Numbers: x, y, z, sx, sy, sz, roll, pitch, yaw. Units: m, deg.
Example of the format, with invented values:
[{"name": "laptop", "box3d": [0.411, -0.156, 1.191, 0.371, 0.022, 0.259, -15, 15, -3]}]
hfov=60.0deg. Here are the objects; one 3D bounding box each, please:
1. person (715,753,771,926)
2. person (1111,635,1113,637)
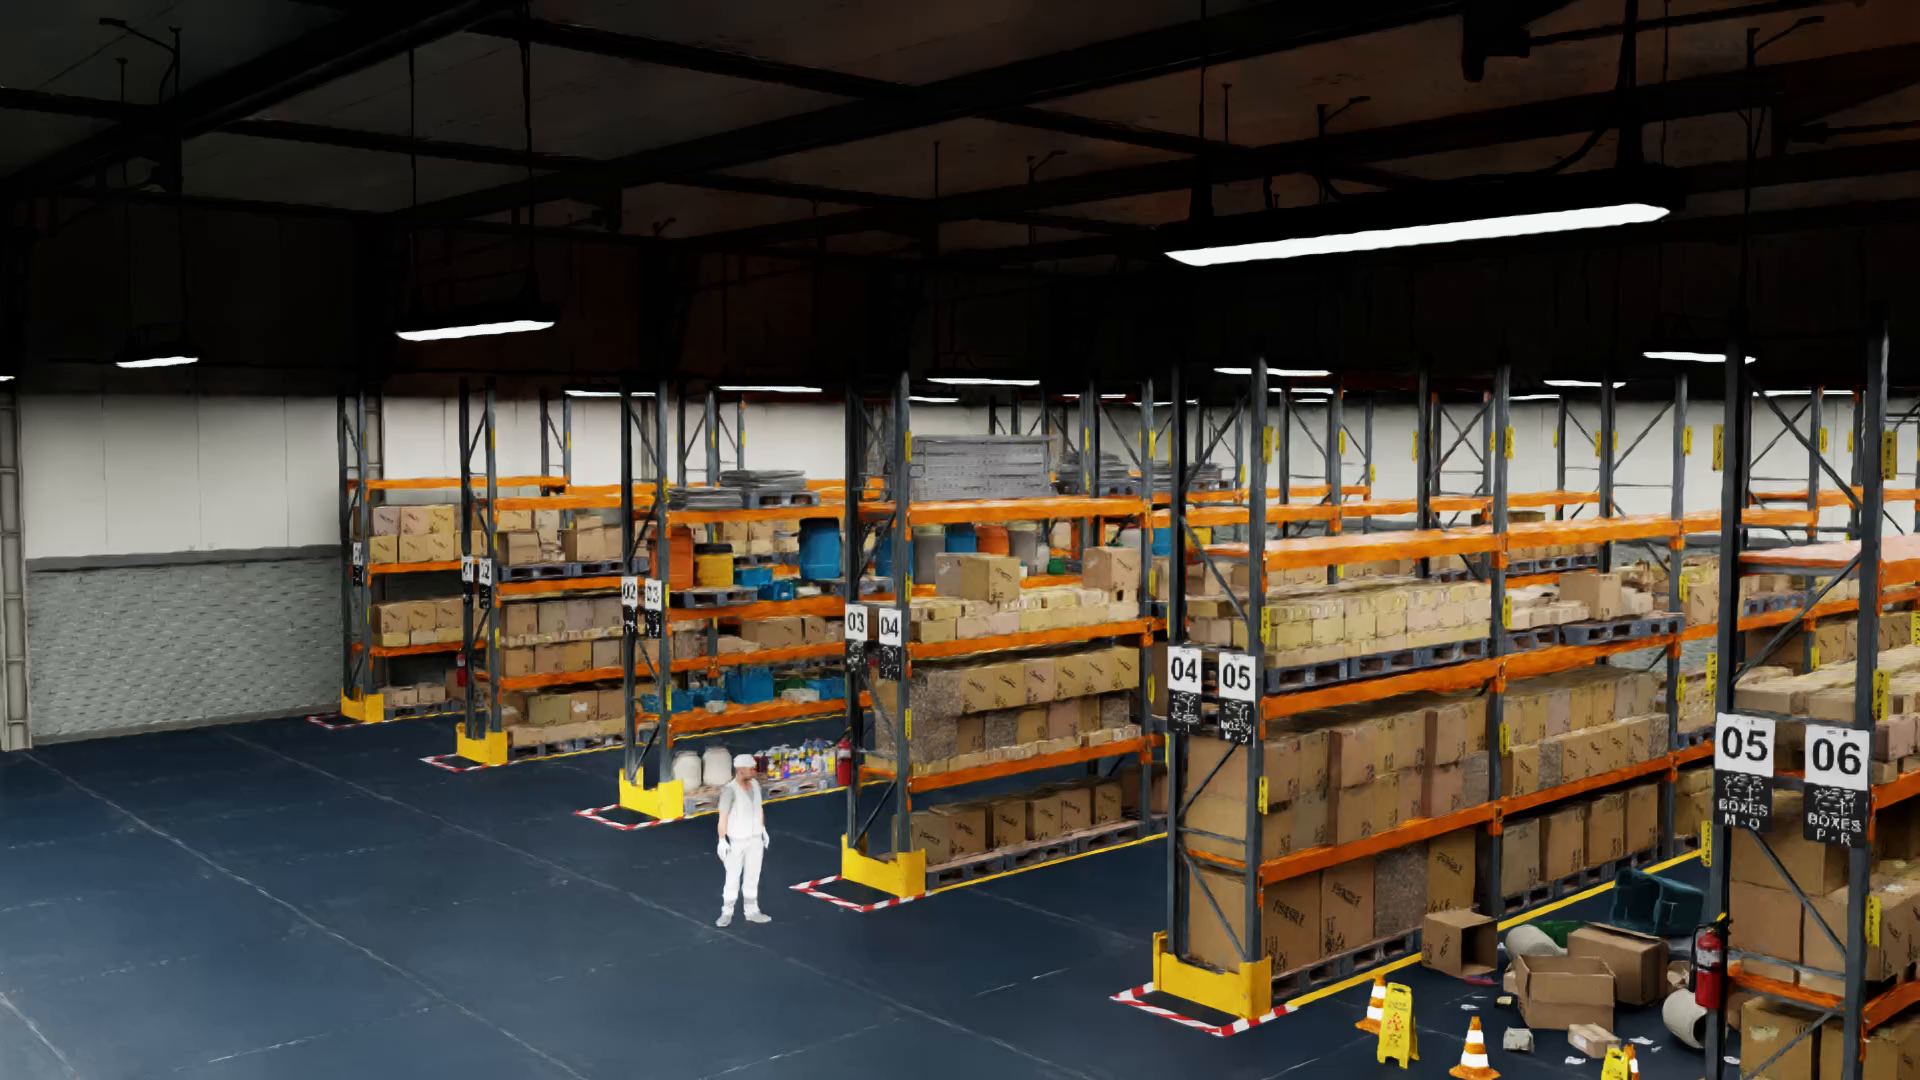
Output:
[{"name": "person", "box3d": [-2.267, 3.118, 17.384, 0.649, 1.788, 0.404, -4, 5, -45]}, {"name": "person", "box3d": [3.220, 2.079, 33.953, 0.384, 1.678, 0.590, 3, 5, 39]}]
